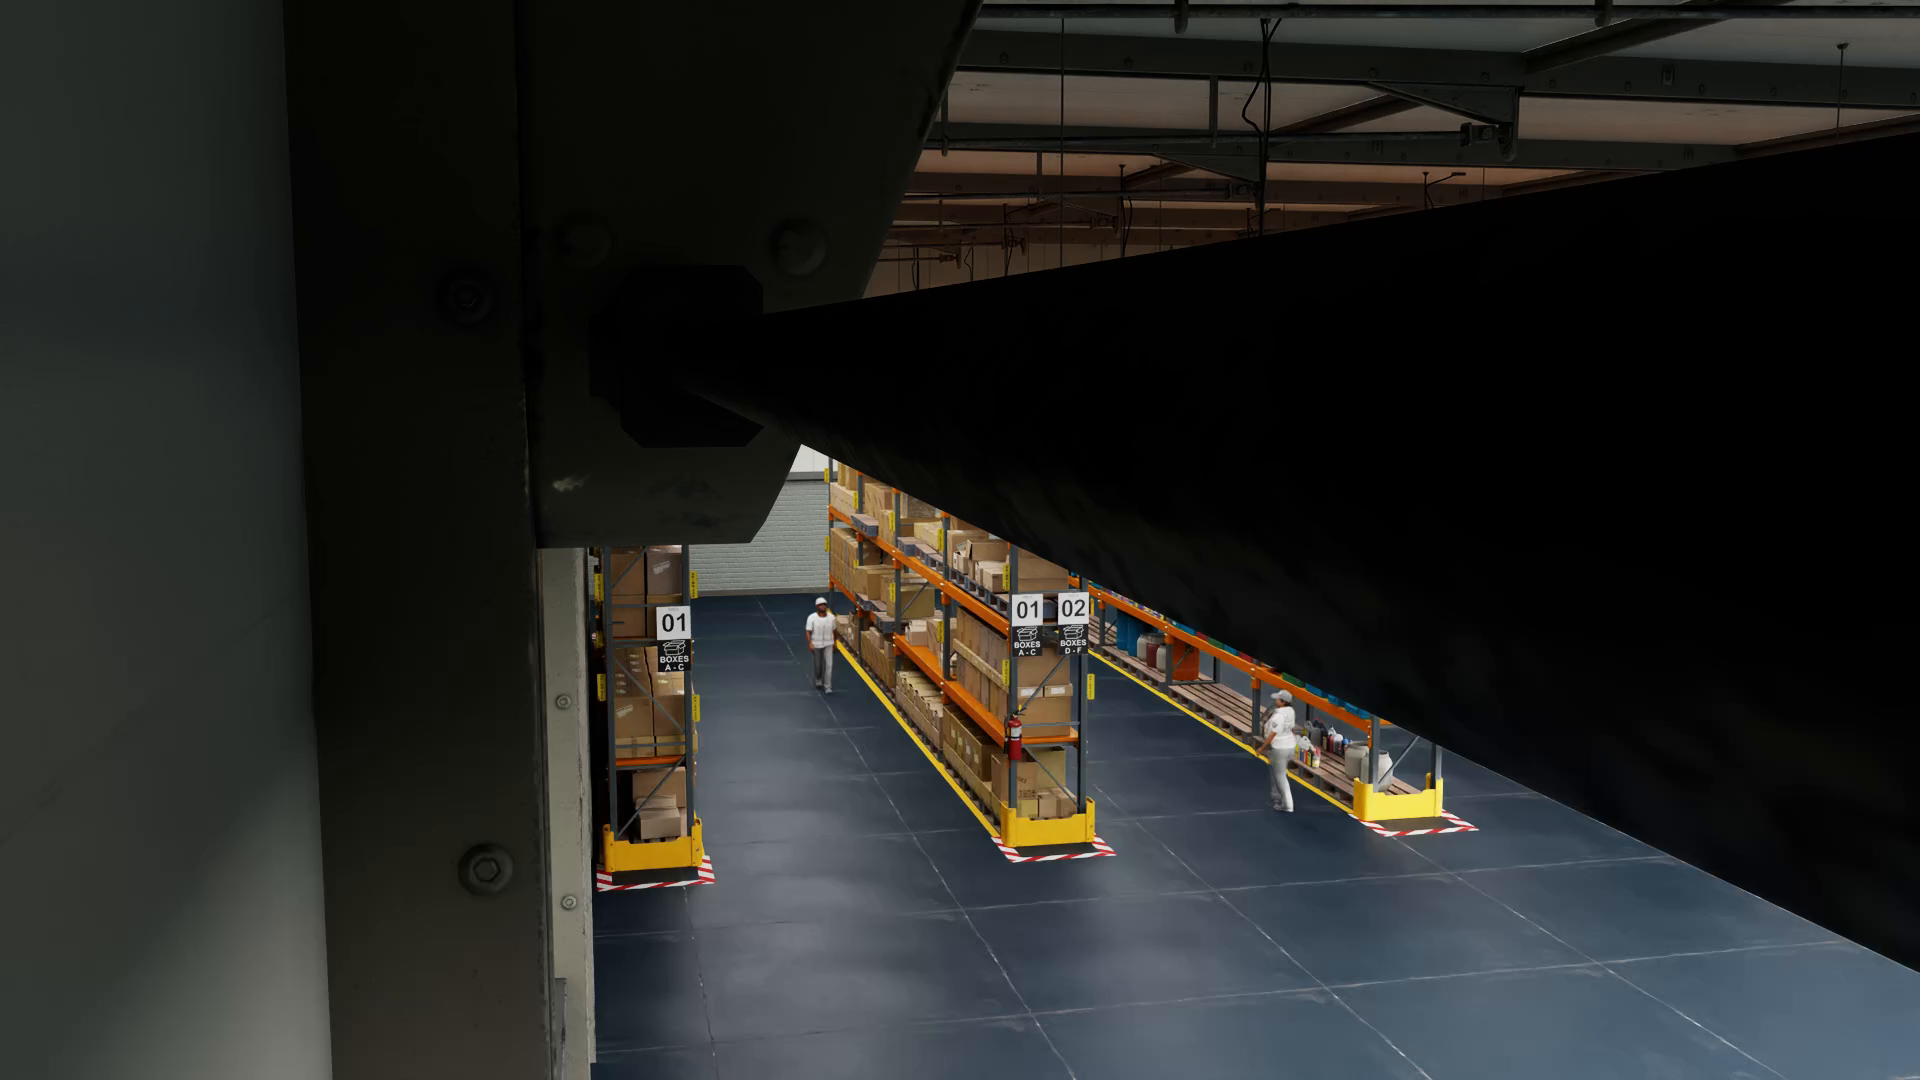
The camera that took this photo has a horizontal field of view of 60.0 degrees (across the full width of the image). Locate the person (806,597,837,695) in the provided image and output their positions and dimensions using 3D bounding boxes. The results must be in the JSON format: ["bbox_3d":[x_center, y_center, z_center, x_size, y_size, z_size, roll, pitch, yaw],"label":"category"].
[{"bbox_3d":[-2.501,1.908,30.108,0.576,1.725,1.013,-1,7,-7],"label":"person"}]

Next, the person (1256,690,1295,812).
[{"bbox_3d":[4.297,2.869,22.528,0.598,1.720,0.519,6,9,42],"label":"person"}]
